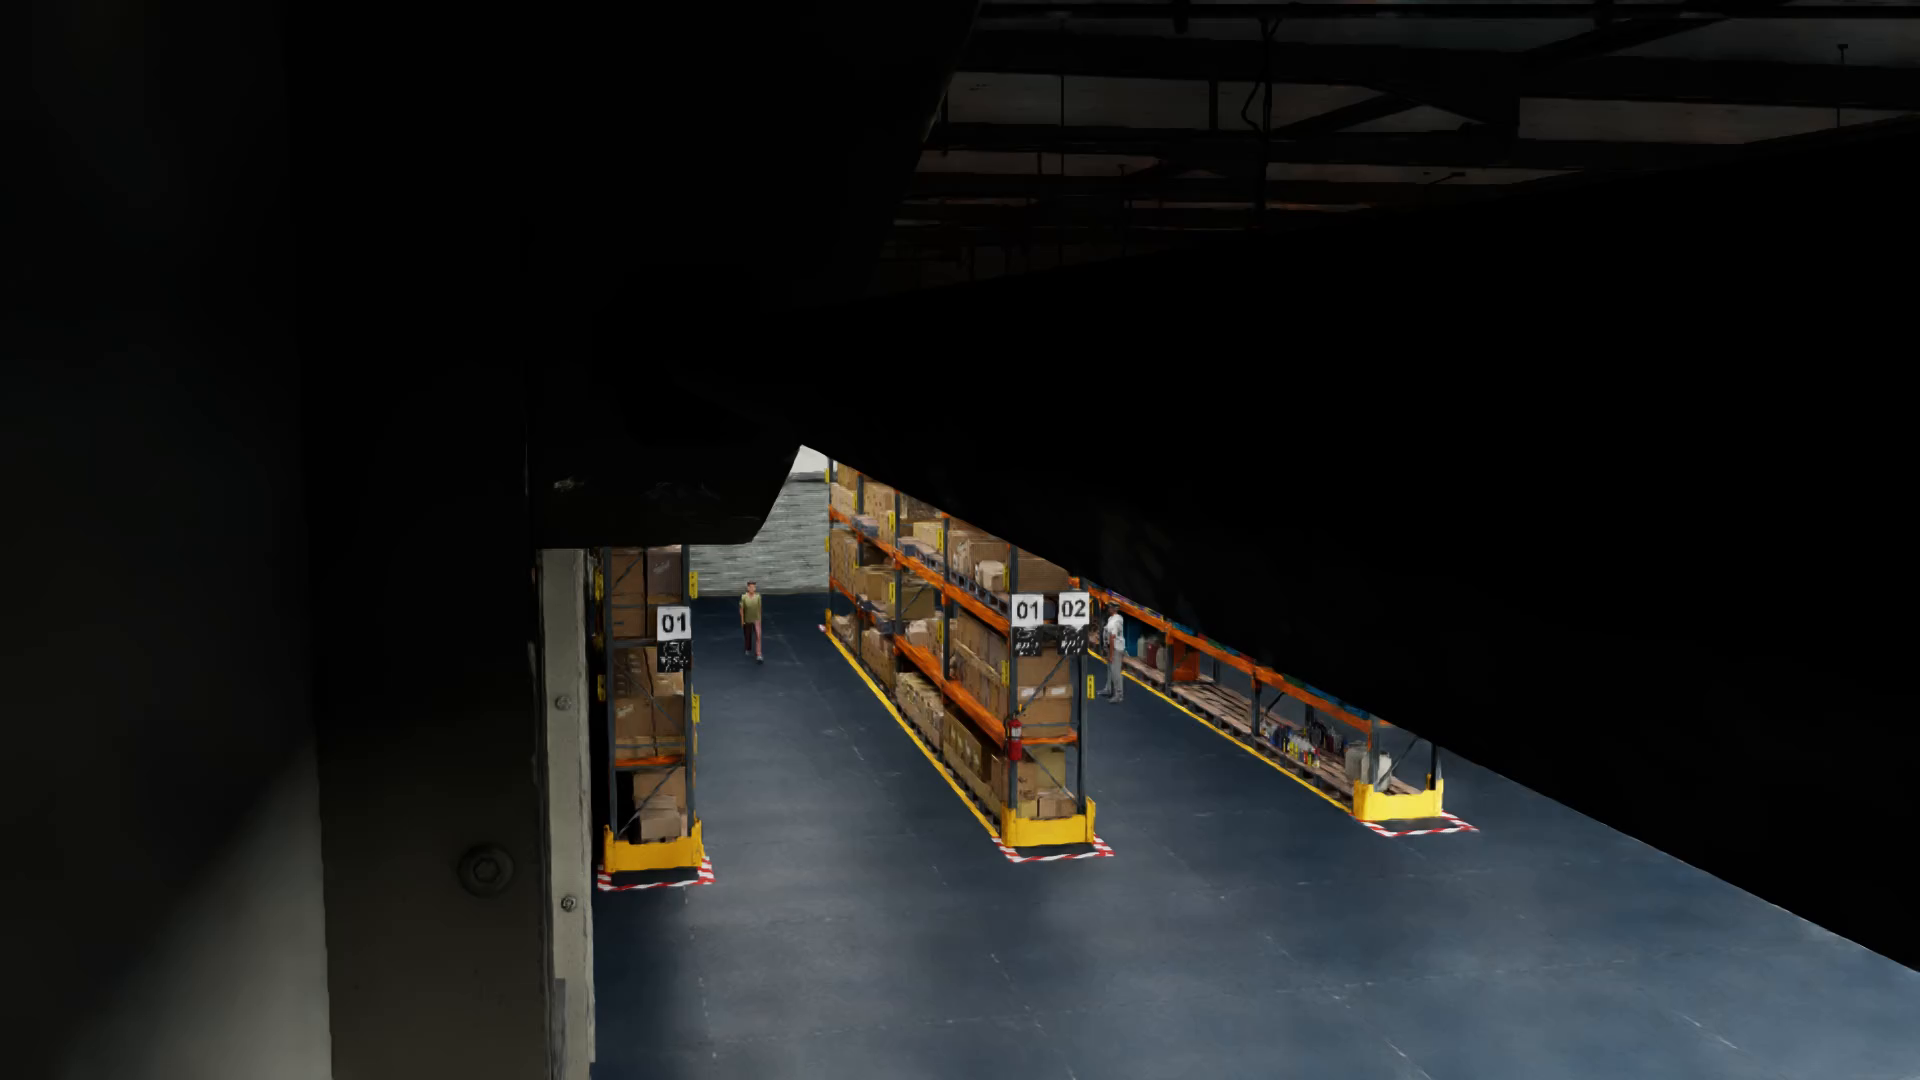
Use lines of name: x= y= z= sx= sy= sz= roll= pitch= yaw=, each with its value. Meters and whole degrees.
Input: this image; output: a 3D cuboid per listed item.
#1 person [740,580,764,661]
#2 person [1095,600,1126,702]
person: x=-4.174 y=1.584 z=33.237 sx=0.448 sy=1.590 sz=1.110 roll=-1 pitch=7 yaw=-11
person: x=2.669 y=1.948 z=29.541 sx=0.592 sy=1.745 sz=0.724 roll=2 pitch=7 yaw=18
